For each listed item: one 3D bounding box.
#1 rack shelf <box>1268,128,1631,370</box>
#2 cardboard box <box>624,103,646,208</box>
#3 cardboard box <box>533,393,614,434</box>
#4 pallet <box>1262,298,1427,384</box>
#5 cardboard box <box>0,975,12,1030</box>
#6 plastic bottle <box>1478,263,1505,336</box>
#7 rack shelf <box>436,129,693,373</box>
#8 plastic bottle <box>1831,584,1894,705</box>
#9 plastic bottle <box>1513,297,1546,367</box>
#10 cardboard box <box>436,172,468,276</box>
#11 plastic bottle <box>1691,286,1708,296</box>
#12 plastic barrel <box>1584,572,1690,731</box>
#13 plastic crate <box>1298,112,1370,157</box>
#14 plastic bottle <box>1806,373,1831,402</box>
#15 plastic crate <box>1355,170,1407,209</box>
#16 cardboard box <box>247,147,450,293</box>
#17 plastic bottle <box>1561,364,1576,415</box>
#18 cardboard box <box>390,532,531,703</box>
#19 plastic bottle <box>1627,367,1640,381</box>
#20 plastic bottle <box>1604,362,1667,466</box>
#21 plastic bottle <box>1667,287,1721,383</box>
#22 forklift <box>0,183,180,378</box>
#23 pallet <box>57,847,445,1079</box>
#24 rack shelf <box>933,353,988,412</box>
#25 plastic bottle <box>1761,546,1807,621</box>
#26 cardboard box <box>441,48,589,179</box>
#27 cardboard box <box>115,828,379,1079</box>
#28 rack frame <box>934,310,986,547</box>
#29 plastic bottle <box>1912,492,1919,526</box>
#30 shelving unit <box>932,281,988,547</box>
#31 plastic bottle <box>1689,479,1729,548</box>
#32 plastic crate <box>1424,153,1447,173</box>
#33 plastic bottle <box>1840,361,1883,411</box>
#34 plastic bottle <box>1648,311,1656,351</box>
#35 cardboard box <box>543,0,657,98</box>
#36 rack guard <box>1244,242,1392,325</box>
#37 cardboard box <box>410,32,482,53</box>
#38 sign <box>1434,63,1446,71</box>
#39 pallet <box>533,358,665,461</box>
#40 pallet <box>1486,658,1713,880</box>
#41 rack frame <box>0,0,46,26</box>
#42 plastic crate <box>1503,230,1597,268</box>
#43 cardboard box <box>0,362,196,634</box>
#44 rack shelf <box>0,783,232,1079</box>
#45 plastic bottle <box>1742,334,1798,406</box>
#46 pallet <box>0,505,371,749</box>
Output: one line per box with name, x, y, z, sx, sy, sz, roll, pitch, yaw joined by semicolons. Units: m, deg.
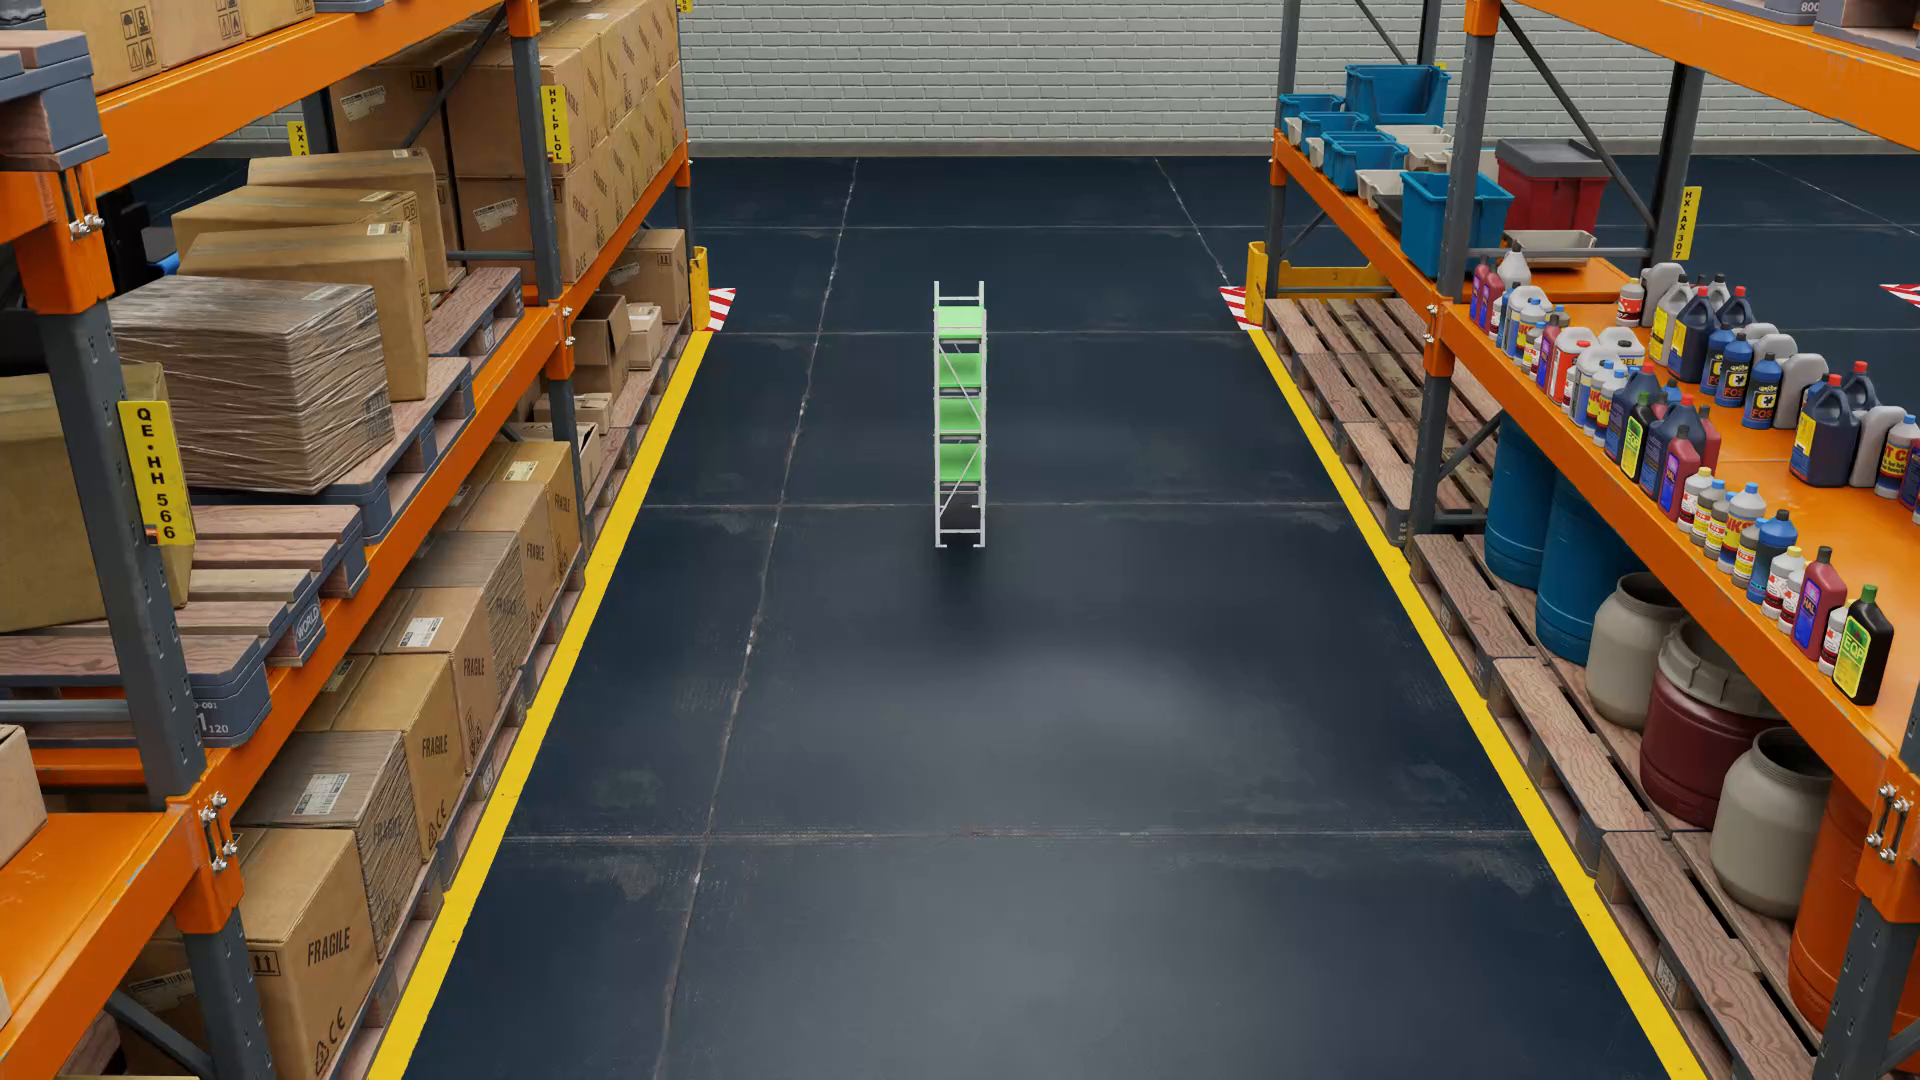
rack shelf;2.639;-1.772;9.401;1.077;0.370;4.000;0;24;-1
cardboard box;-2.045;-2.139;9.217;0.500;0.500;0.500;-1;24;-1
cardboard box;-2.100;-0.695;9.051;0.380;0.166;0.250;0;24;-1
pallet;2.587;-1.314;10.898;1.003;0.211;1.213;0;24;-1
cardboard box;-1.963;0.877;2.976;0.380;0.149;0.250;0;24;-1
plastic bottle;2.239;-1.015;6.995;0.061;0.283;0.133;0;24;-1
rack shelf;-2.315;-1.751;9.355;1.077;0.370;4.000;0;24;-1
plastic bottle;2.273;0.261;4.175;0.061;0.283;0.133;0;24;-1
plastic bottle;2.262;-0.826;6.593;0.097;0.271;0.097;0;24;0
cardboard box;-2.555;-1.505;7.817;0.500;0.500;0.500;0;24;0
plastic bottle;2.992;-0.908;6.768;0.152;0.276;0.135;0;24;-1
plastic barrel;2.574;0.416;6.201;0.421;0.512;0.421;0;24;0
plastic crate;2.297;-2.501;10.269;0.416;0.233;0.300;0;24;-1
plastic bottle;2.971;-0.444;5.748;0.097;0.271;0.097;0;24;0
plastic crate;2.341;-1.899;9.056;0.293;0.136;0.466;0;24;-1
cardboard box;-2.511;-1.296;6.844;0.700;0.500;0.500;-9;26;-18
plastic bottle;2.268;-0.563;6.097;0.097;0.201;0.097;0;24;0
cardboard box;-1.999;0.296;6.455;0.500;0.500;0.500;0;24;0
plastic bottle;2.422;-0.524;6.010;0.097;0.201;0.097;0;24;0
plastic bottle;2.297;-0.438;5.638;0.144;0.351;0.185;0;24;-1
plastic bottle;2.856;-0.799;6.437;0.144;0.351;0.185;0;24;-1
forklift;-4.793;-1.554;8.130;1.130;2.935;3.031;1;24;2
pallet;-2.219;1.356;4.996;1.003;0.211;1.213;0;24;-1
rack shelf;-0.002;-0.775;8.081;0.258;0.148;0.480;0;24;-1
plastic bottle;2.286;0.115;4.596;0.097;0.201;0.097;0;24;0
cardboard box;-2.016;-1.952;7.590;0.500;0.500;0.500;0;24;1
cardboard box;-1.968;1.143;4.583;0.500;0.500;0.500;1;24;2
rack frame;0.001;-0.514;7.931;0.240;1.200;0.015;0;24;-1
plastic bottle;3.039;-0.177;5.158;0.097;0.271;0.097;0;24;0
shelving unit;-0.002;-0.615;8.154;0.258;1.200;0.503;0;24;-1
plastic bottle;2.281;-0.085;5.039;0.097;0.201;0.097;0;24;0
plastic crate;2.845;-2.140;9.589;0.298;0.136;0.250;0;24;-1
plastic bottle;3.010;-0.422;5.603;0.144;0.351;0.185;0;24;-1
plastic bottle;2.867;-0.866;6.765;0.097;0.201;0.097;0;24;0
cardboard box;-2.040;-2.800;9.467;0.500;0.500;0.500;0;24;1
rack guard;2.604;-1.795;11.612;1.175;0.500;0.348;0;24;-1
cardboard box;-2.565;-2.174;8.083;0.500;0.500;0.500;-1;24;-2
sign;3.167;-3.008;11.062;0.100;0.325;0.005;0;24;-1
pallet;-2.315;-0.771;9.700;1.003;0.211;1.213;0;24;-1
pallet;2.643;0.817;6.188;1.003;0.211;1.213;0;24;-1
rack frame;-2.249;-2.340;2.504;1.000;3.000;0.127;0;24;-1
plastic crate;2.798;-1.375;7.898;0.396;0.136;0.243;0;24;-1
cardboard box;-2.369;-0.103;4.206;0.700;0.500;0.500;-9;26;-18
rack shelf;-2.227;1.545;2.067;1.077;0.370;4.000;0;24;-1
plastic bottle;2.999;-0.645;6.186;0.152;0.276;0.135;0;24;-1
pallet;-2.327;0.202;4.397;1.213;0.211;1.003;0;24;-1
